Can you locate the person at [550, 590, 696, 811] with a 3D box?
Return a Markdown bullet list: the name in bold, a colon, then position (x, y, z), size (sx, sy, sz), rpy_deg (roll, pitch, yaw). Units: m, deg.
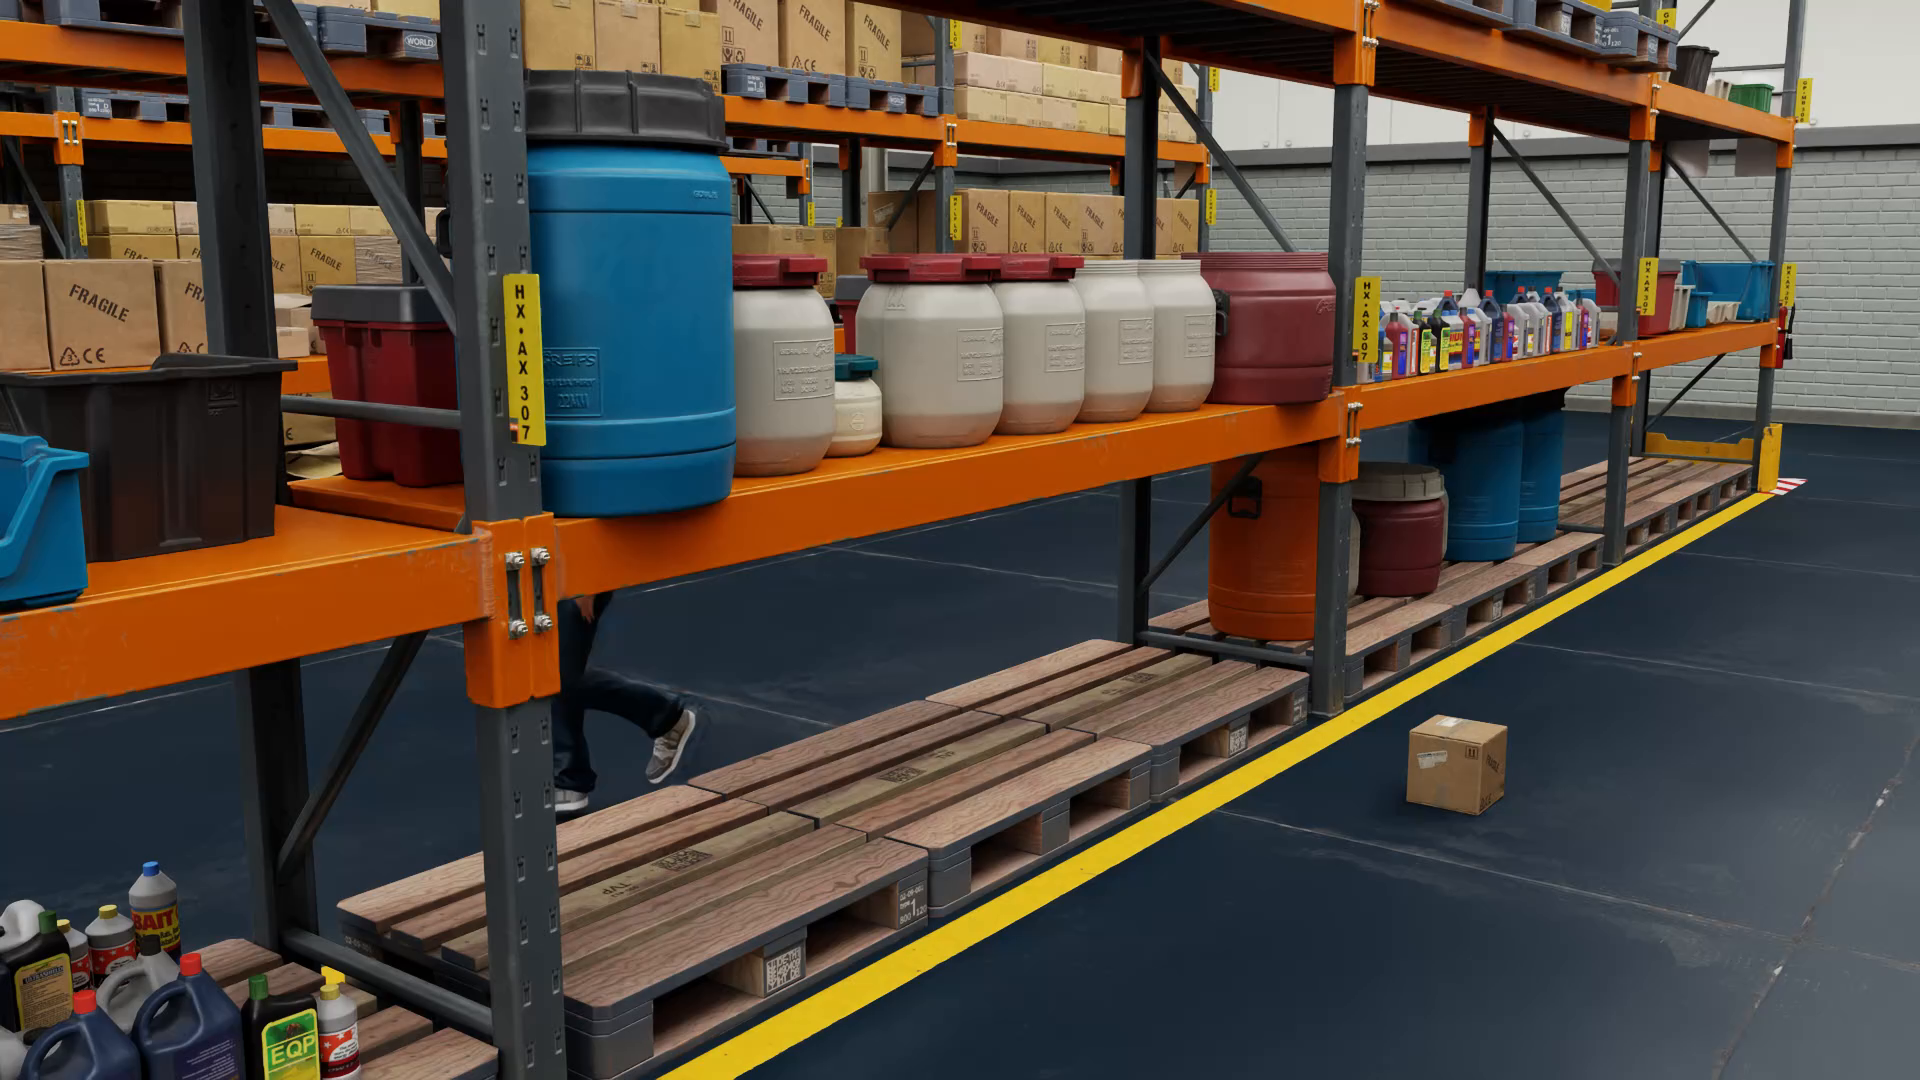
- **person**: position (-1.195, 0.106, 5.405), size (0.621, 1.578, 0.415), rpy_deg (-5, 11, -29)
